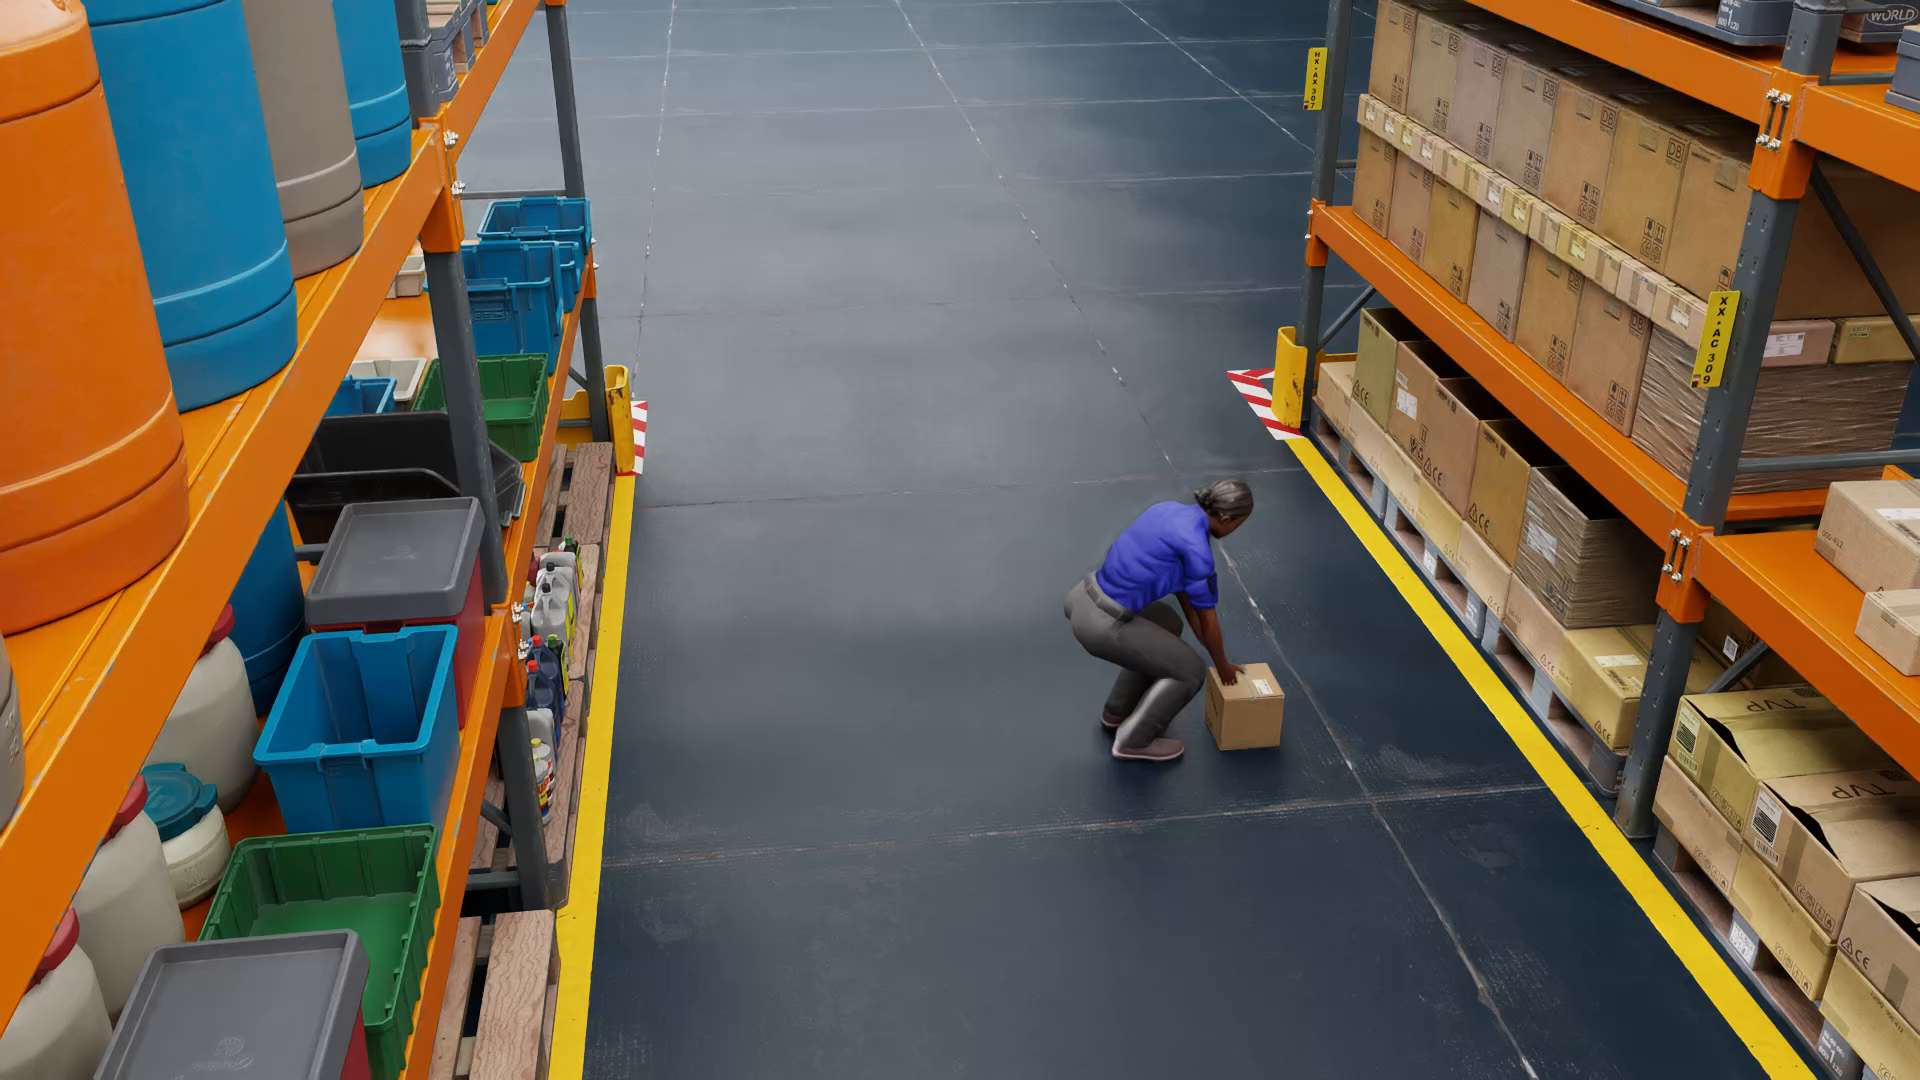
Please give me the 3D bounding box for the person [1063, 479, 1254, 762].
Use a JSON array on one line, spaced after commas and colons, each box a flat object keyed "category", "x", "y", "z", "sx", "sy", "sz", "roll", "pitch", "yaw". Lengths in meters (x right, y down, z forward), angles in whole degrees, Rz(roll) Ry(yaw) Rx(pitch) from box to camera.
[{"category": "person", "x": 0.775, "y": 0.300, "z": 6.622, "sx": 0.739, "sy": 1.134, "sz": 0.495, "roll": -4, "pitch": 28, "yaw": -7}]
